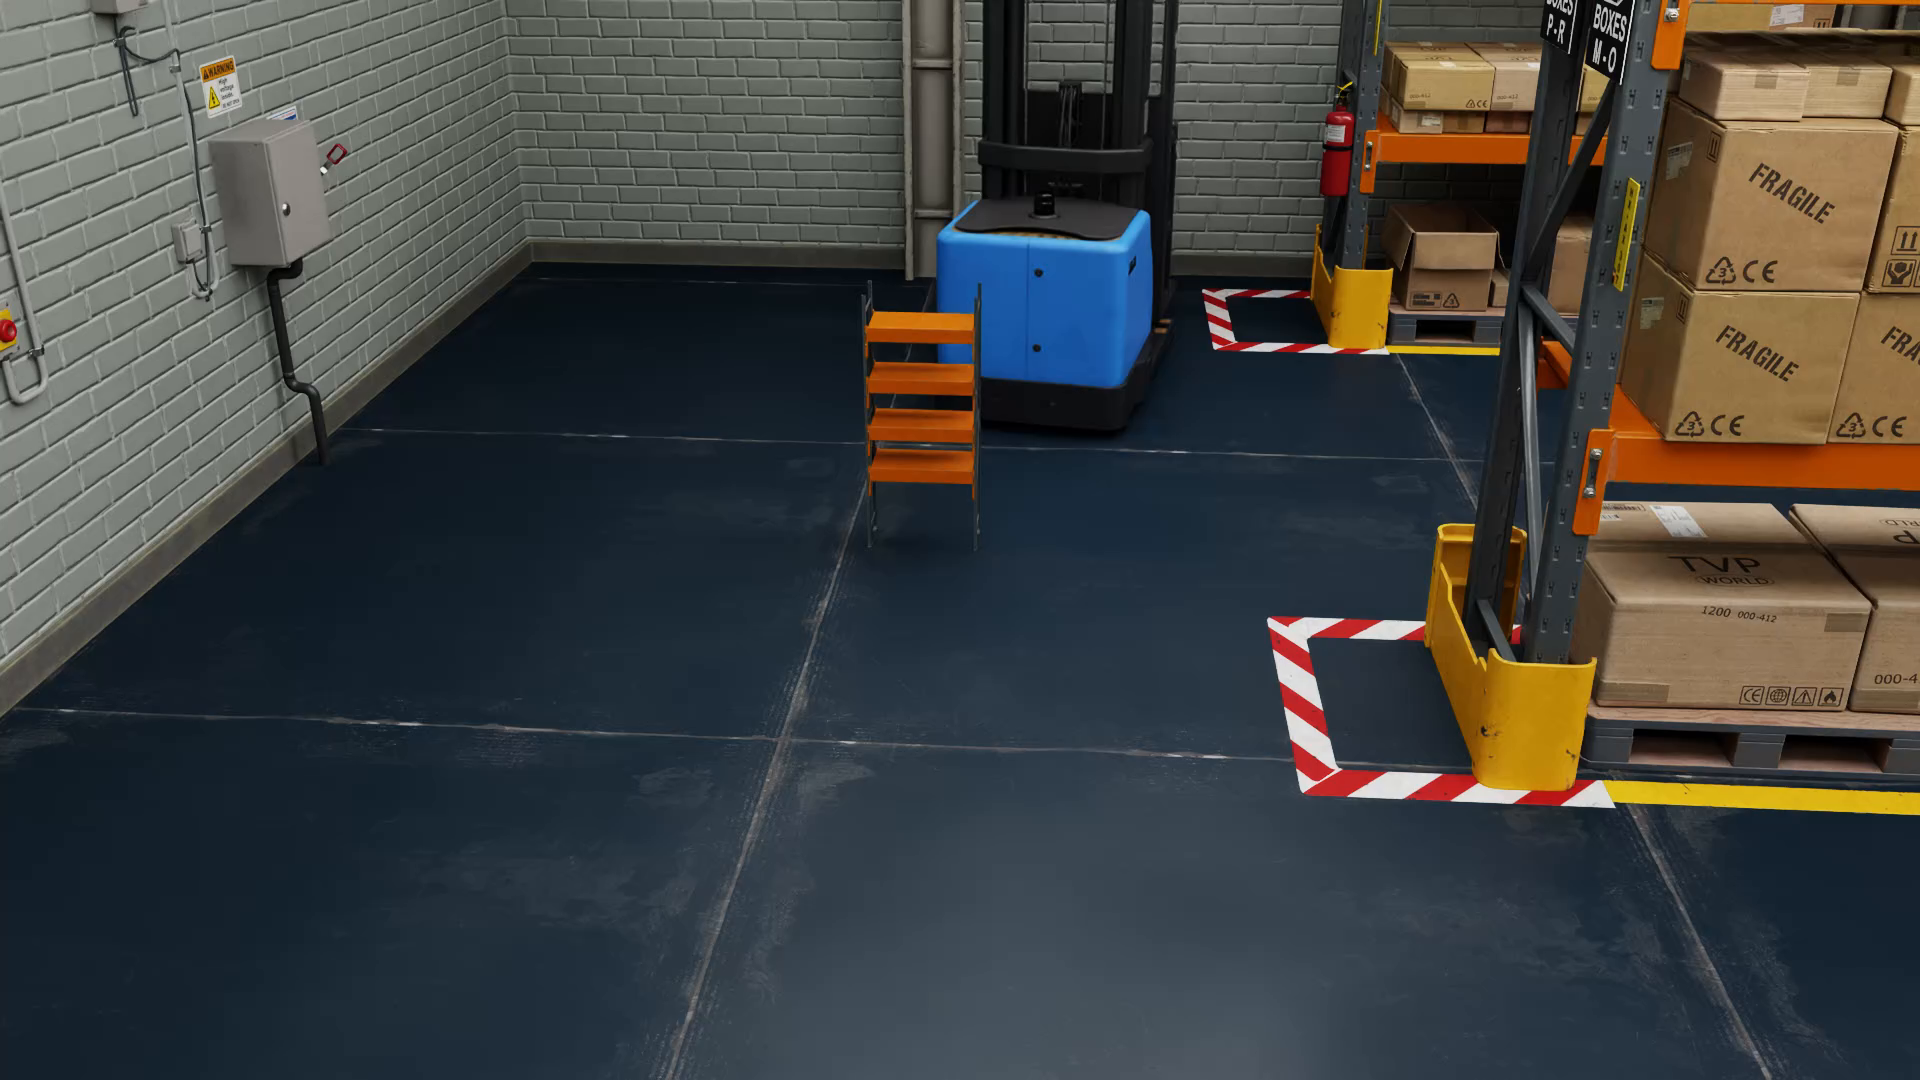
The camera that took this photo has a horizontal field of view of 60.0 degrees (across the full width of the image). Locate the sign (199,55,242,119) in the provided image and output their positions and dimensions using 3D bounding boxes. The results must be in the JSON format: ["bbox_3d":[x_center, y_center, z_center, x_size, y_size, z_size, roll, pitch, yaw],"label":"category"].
[{"bbox_3d":[-3.463,-2.126,7.794,0.001,0.242,0.339,2,25,4],"label":"sign"}]

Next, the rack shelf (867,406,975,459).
[{"bbox_3d":[-0.165,-0.489,7.539,0.480,0.148,0.258,2,25,4],"label":"rack shelf"}]

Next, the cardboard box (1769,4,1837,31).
[{"bbox_3d":[4.965,-3.233,10.114,0.500,0.500,0.500,1,25,3],"label":"cardboard box"}]

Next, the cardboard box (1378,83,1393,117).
[{"bbox_3d":[2.792,-2.782,10.508,0.250,0.149,0.380,2,25,3],"label":"cardboard box"}]

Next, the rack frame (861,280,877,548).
[{"bbox_3d":[-0.408,-0.558,7.528,0.015,1.200,0.240,2,25,4],"label":"rack frame"}]

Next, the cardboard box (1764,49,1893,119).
[{"bbox_3d":[2.665,-1.415,5.144,0.250,0.149,0.380,2,25,5],"label":"cardboard box"}]

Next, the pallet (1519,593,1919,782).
[{"bbox_3d":[2.868,0.534,6.337,1.213,0.211,1.003,2,25,4],"label":"pallet"}]

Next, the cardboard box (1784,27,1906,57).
[{"bbox_3d":[2.957,-1.621,5.592,0.250,0.149,0.380,2,25,3],"label":"cardboard box"}]

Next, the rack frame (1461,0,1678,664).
[{"bbox_3d":[2.065,-0.726,5.739,0.127,3.000,1.000,2,25,4],"label":"rack frame"}]

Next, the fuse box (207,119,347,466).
[{"bbox_3d":[-3.253,-1.182,8.272,0.414,1.711,0.539,2,25,4],"label":"fuse box"}]

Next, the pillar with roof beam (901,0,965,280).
[{"bbox_3d":[-0.508,-4.188,6.086,0.400,9.000,9.100,2,25,4],"label":"pillar with roof beam"}]

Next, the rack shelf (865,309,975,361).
[{"bbox_3d":[-0.165,-0.907,7.346,0.480,0.148,0.258,2,25,4],"label":"rack shelf"}]

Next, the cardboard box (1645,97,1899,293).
[{"bbox_3d":[2.522,-1.091,5.218,0.500,0.500,0.500,1,25,3],"label":"cardboard box"}]

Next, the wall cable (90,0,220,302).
[{"bbox_3d":[-3.462,-1.950,7.183,0.122,1.984,0.588,2,25,4],"label":"wall cable"}]

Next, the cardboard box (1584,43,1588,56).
[{"bbox_3d":[3.928,-2.923,10.337,0.500,0.250,0.500,3,25,6],"label":"cardboard box"}]

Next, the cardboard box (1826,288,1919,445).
[{"bbox_3d":[3.028,-0.632,5.415,0.500,0.500,0.500,1,25,3],"label":"cardboard box"}]

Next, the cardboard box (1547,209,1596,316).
[{"bbox_3d":[3.893,-1.747,10.447,0.500,0.500,0.700,3,25,6],"label":"cardboard box"}]

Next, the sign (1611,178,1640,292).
[{"bbox_3d":[2.017,-0.924,5.039,0.005,0.325,0.100,2,25,4],"label":"sign"}]

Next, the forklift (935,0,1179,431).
[{"bbox_3d":[0.728,-2.504,9.685,1.130,2.935,3.031,6,25,13],"label":"forklift"}]

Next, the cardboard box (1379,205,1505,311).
[{"bbox_3d":[3.044,-1.792,10.541,0.637,0.503,0.797,1,25,2],"label":"cardboard box"}]

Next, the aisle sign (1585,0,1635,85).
[{"bbox_3d":[1.971,-1.788,4.938,0.004,0.787,0.394,2,25,4],"label":"aisle sign"}]

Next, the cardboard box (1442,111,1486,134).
[{"bbox_3d":[3.005,-2.567,10.041,0.250,0.149,0.380,2,25,5],"label":"cardboard box"}]

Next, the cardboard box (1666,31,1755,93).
[{"bbox_3d":[2.438,-1.592,5.530,0.250,0.149,0.380,2,25,5],"label":"cardboard box"}]

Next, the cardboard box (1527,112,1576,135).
[{"bbox_3d":[3.517,-2.539,9.981,0.250,0.149,0.380,3,25,6],"label":"cardboard box"}]

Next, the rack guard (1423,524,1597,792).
[{"bbox_3d":[2.041,0.409,6.263,0.348,0.500,1.175,2,25,4],"label":"rack guard"}]

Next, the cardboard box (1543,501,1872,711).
[{"bbox_3d":[2.731,0.227,6.232,0.875,0.438,0.875,1,25,2],"label":"cardboard box"}]

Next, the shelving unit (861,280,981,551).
[{"bbox_3d":[-0.165,-0.550,7.511,0.503,1.200,0.258,2,25,4],"label":"shelving unit"}]

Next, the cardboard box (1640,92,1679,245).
[{"bbox_3d":[2.564,-1.309,5.691,0.500,0.500,0.500,3,25,6],"label":"cardboard box"}]

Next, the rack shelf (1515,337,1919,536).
[{"bbox_3d":[4.059,-0.335,5.750,4.000,0.370,1.077,2,25,4],"label":"rack shelf"}]

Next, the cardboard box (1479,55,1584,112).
[{"bbox_3d":[3.376,-2.719,9.894,0.500,0.250,0.500,2,25,5],"label":"cardboard box"}]

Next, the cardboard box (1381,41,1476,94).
[{"bbox_3d":[2.920,-2.958,10.413,0.500,0.250,0.500,3,25,6],"label":"cardboard box"}]
